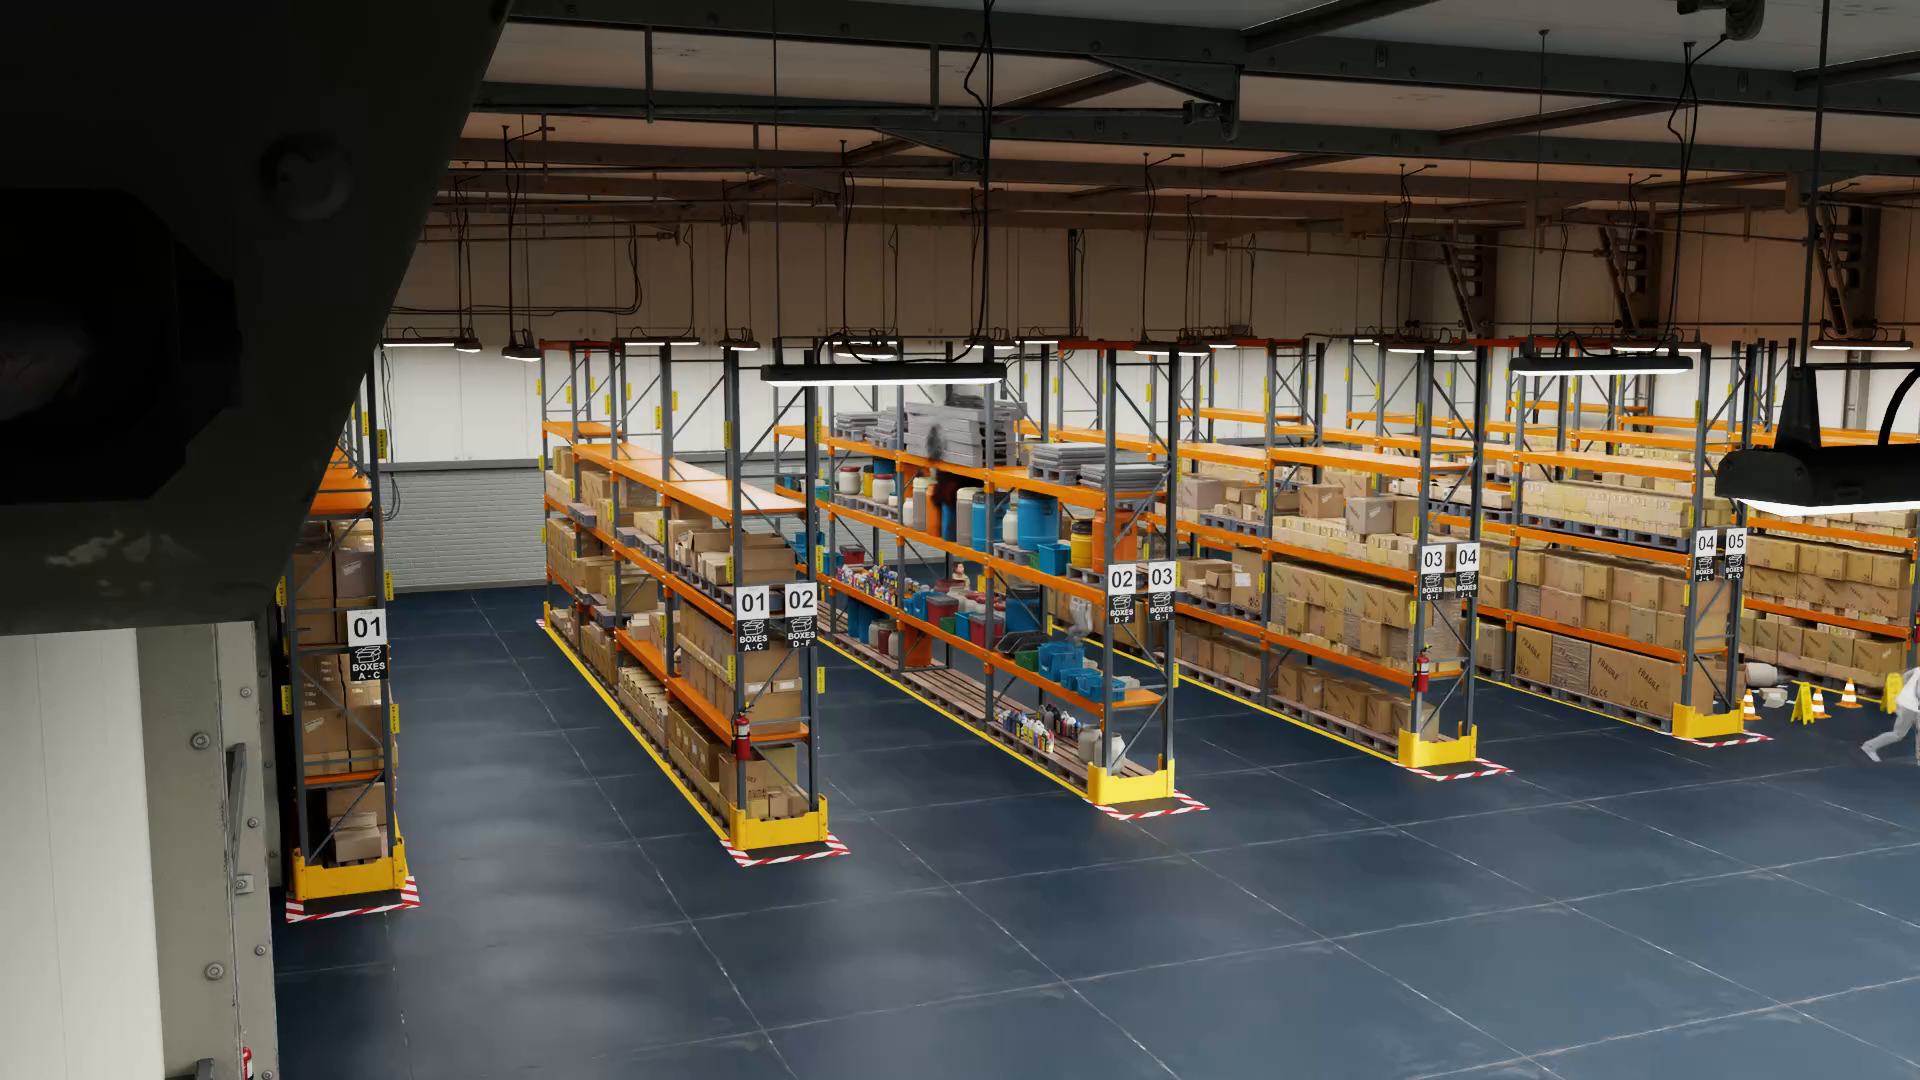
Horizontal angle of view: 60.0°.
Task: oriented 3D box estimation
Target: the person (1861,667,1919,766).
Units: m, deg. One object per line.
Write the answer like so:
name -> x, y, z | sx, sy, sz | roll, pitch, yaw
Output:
person -> 13.457, 2.438, 23.692 | 1.045, 1.732, 0.697 | 2, 8, 17

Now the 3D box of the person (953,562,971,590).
person -> -0.044, 1.233, 32.999 | 0.579, 1.632, 0.694 | -5, 9, -32

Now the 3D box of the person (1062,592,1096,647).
person -> 2.292, 1.245, 31.219 | 0.652, 1.541, 0.748 | -4, 9, -30
